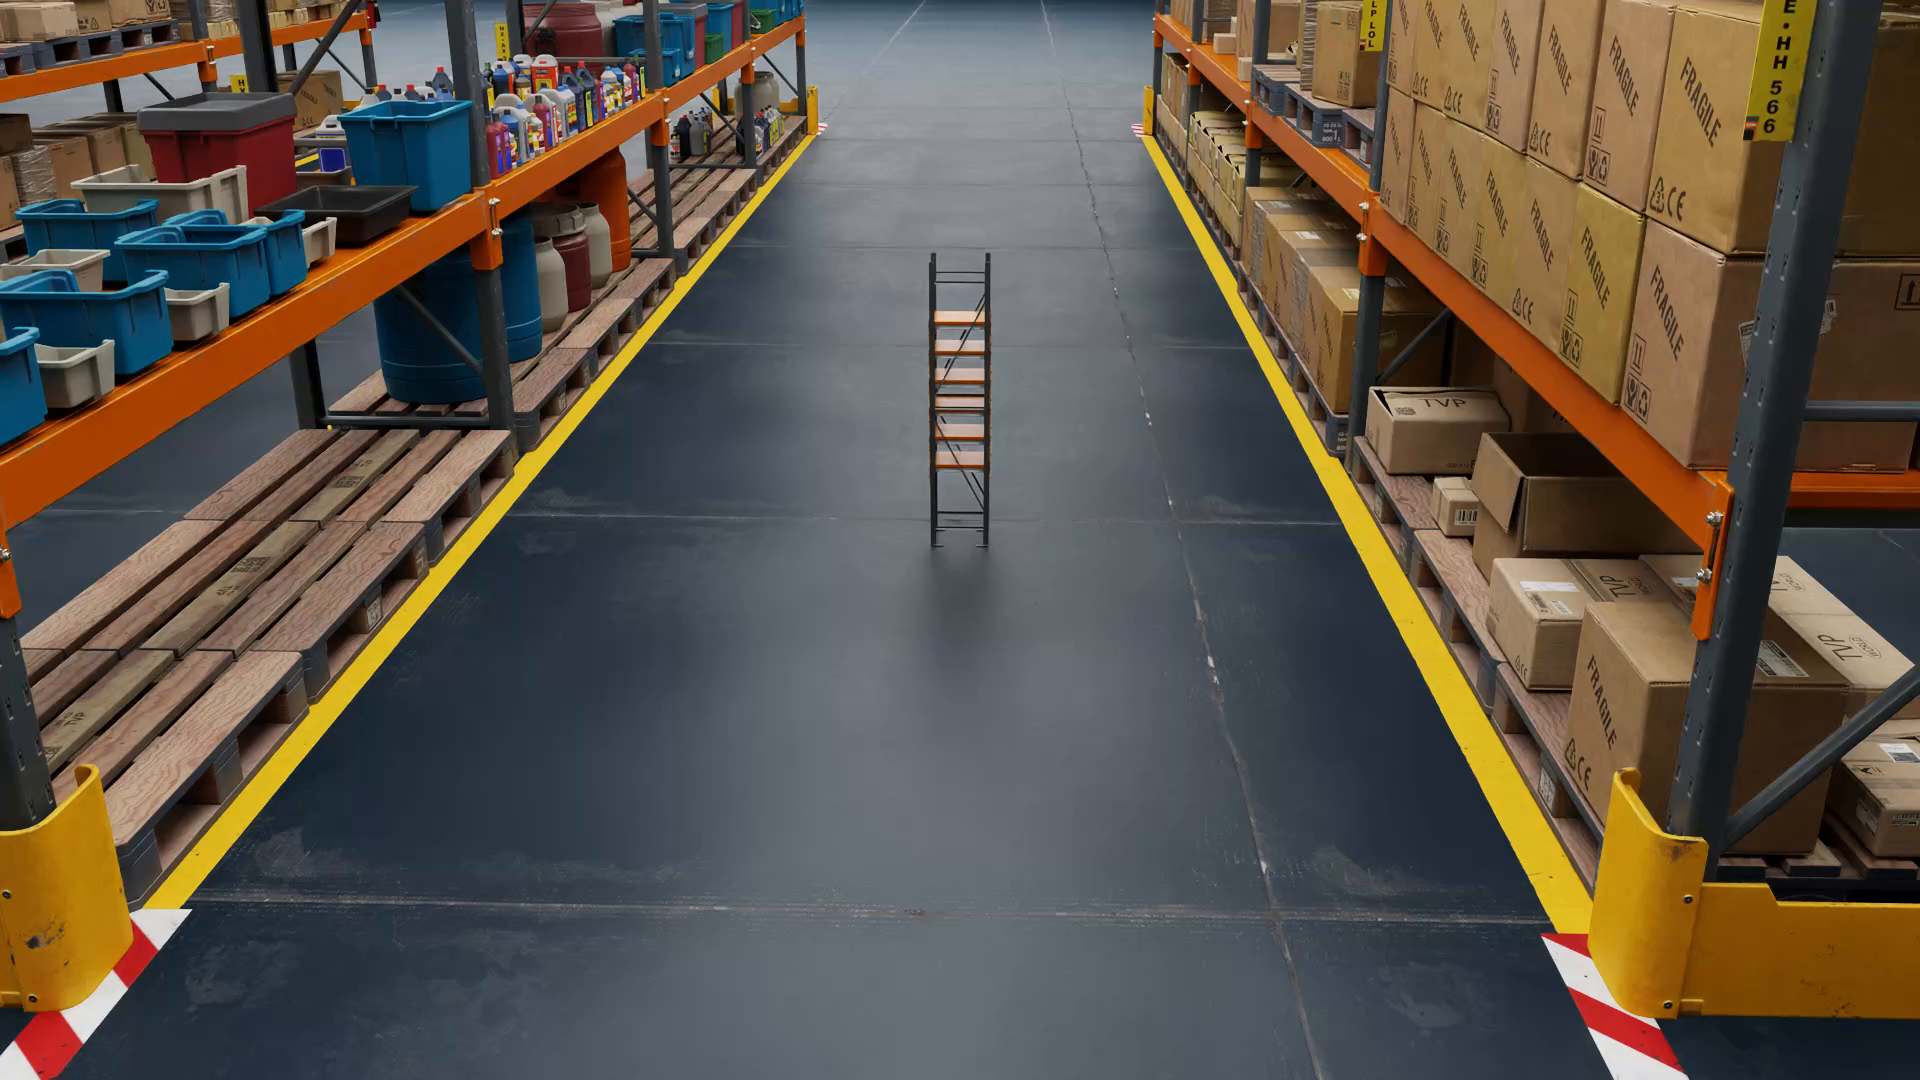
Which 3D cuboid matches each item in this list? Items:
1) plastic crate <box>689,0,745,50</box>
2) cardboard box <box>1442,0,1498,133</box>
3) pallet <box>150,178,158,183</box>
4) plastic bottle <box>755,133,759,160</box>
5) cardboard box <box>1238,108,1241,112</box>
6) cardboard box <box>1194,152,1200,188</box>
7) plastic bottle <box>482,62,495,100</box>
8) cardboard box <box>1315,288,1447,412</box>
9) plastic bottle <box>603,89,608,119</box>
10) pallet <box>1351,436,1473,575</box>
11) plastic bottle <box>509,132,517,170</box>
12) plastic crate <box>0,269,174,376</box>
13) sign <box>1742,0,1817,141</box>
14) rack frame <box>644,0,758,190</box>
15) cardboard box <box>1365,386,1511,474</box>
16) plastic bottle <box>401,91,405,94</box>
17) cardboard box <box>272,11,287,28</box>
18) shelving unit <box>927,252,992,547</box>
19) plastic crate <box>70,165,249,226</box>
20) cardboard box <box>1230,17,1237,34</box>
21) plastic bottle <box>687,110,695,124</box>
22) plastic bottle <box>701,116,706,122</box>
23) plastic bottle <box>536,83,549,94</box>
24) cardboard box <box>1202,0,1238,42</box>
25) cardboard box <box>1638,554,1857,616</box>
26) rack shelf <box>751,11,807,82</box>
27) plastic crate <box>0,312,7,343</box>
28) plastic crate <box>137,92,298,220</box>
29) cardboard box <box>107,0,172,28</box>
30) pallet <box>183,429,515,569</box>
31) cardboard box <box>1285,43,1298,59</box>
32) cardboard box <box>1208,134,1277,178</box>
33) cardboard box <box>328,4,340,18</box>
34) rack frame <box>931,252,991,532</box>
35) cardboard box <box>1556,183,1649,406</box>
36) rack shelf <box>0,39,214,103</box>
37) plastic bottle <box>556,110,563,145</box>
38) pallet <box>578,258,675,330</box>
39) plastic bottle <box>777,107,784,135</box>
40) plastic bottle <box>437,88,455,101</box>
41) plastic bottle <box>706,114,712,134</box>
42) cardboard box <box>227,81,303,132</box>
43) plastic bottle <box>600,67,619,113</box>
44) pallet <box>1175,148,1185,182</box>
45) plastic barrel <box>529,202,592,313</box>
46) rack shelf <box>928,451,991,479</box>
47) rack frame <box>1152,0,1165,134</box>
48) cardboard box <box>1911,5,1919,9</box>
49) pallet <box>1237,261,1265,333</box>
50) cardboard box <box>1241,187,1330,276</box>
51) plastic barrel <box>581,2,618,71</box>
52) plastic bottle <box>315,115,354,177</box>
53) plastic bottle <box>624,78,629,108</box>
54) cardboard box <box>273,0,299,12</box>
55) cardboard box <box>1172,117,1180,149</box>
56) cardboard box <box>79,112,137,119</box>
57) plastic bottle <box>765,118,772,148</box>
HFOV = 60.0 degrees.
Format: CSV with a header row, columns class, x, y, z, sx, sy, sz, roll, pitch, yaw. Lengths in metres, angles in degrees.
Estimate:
class,x,y,z,sx,sy,sz,roll,pitch,yaw
plastic crate,-2.094,-4.512,14.423,0.402,0.464,0.583,1,21,2
cardboard box,1.996,-1.686,5.706,0.500,0.500,0.500,0,21,0
pallet,-7.358,-3.134,14.814,1.003,0.211,1.213,1,21,2
plastic bottle,-1.937,-3.705,15.593,0.097,0.271,0.097,0,21,0
cardboard box,2.901,-4.214,15.926,0.500,0.500,0.500,1,21,2
cardboard box,2.289,-3.191,14.327,0.500,0.250,0.500,1,21,3
plastic bottle,-2.906,-2.792,10.240,0.061,0.283,0.133,1,21,2
cardboard box,2.051,-0.934,8.137,0.500,0.500,0.500,1,21,1
plastic bottle,-2.142,-2.600,9.857,0.097,0.201,0.097,0,21,0
pallet,2.301,-0.164,7.161,1.003,0.211,1.213,1,21,2
plastic bottle,-2.201,-1.894,8.038,0.097,0.201,0.097,0,21,0
plastic crate,-2.393,-0.596,4.566,0.416,0.233,0.300,1,21,2
sign,1.647,-0.967,3.336,0.100,0.325,0.005,1,21,2
rack frame,-2.385,-4.661,14.895,1.000,3.000,0.127,1,21,2
cardboard box,2.094,-0.515,7.318,0.500,0.311,0.500,1,21,2
plastic bottle,-2.909,-2.220,8.775,0.152,0.276,0.135,1,21,2
cardboard box,-6.996,-5.215,16.671,0.380,0.149,0.250,1,21,2
shelving unit,0.000,-0.565,6.825,0.258,1.200,0.189,1,21,2
plastic crate,-2.859,-1.191,6.033,0.437,0.282,0.530,1,21,2
cardboard box,2.595,-4.357,14.318,0.500,0.250,0.500,2,21,5
plastic bottle,-2.638,-4.053,16.382,0.144,0.351,0.185,1,21,1
plastic bottle,-2.534,-4.030,16.416,0.061,0.283,0.133,1,21,2
plastic bottle,-2.305,-2.404,9.256,0.097,0.271,0.097,0,21,0
cardboard box,2.573,-4.812,15.146,0.700,0.500,0.500,0,21,0
cardboard box,2.532,0.255,5.417,0.500,0.250,0.500,1,21,2
rack shelf,-2.324,-5.049,16.889,1.077,0.370,4.000,1,21,2
plastic crate,-2.883,-0.629,4.784,0.396,0.136,0.243,1,21,2
plastic crate,-2.906,-1.506,6.593,0.402,0.464,0.583,1,21,2
cardboard box,-7.499,-4.905,14.114,1.000,1.000,1.000,1,21,2
pallet,-2.612,-0.202,7.258,1.003,0.211,1.213,1,21,2
cardboard box,2.499,-3.248,11.377,0.500,0.311,0.500,2,21,5
cardboard box,2.259,-3.078,13.260,0.500,0.311,0.500,1,21,3
cardboard box,-6.980,-5.758,18.069,0.380,0.149,0.250,1,21,2
rack frame,0.003,-0.598,6.911,0.240,1.200,0.006,1,21,2
cardboard box,1.955,-0.665,4.459,0.500,0.500,0.500,1,21,2
rack shelf,-7.396,-3.657,13.302,1.077,0.370,4.000,1,21,2
plastic bottle,-2.174,-2.215,8.867,0.097,0.201,0.097,0,21,0
pallet,-2.489,-1.629,10.936,1.003,0.211,1.213,1,21,2
plastic bottle,-1.866,-4.335,17.201,0.061,0.283,0.133,1,21,3
plastic bottle,-2.776,-2.307,9.005,0.097,0.271,0.097,0,21,0
plastic bottle,-2.633,-4.318,17.272,0.097,0.201,0.097,0,21,0
cardboard box,-7.271,-4.524,17.417,0.500,0.500,0.500,3,21,7
plastic bottle,-2.133,-2.738,10.117,0.097,0.271,0.097,0,21,0
pallet,2.632,-3.592,15.995,1.003,0.211,1.213,1,21,2
plastic barrel,-2.539,-1.701,10.019,0.600,0.588,0.708,1,21,2
rack shelf,0.000,-0.299,6.928,0.258,0.103,0.180,1,21,2
rack frame,2.688,-6.051,18.478,1.000,3.000,0.127,1,21,2
cardboard box,2.478,-0.937,3.776,0.500,0.500,0.500,1,21,3
pallet,2.384,-1.589,10.833,1.003,0.211,1.213,1,21,2
cardboard box,2.145,-2.037,10.980,0.500,0.500,0.500,2,21,4
plastic barrel,-2.689,-3.641,12.112,0.421,0.512,0.421,0,21,0
plastic bottle,-2.939,-1.857,7.839,0.152,0.276,0.135,1,21,2
plastic bottle,-2.124,-2.811,10.401,0.097,0.201,0.097,0,21,0
cardboard box,-7.238,-5.605,16.779,0.875,0.500,0.500,1,21,2
cardboard box,2.387,-4.051,16.543,0.500,0.250,0.500,1,21,2
cardboard box,-7.376,-3.533,14.836,0.700,0.500,0.500,-1,21,-3
plastic bottle,-1.893,-4.014,16.376,0.061,0.283,0.133,2,21,4
